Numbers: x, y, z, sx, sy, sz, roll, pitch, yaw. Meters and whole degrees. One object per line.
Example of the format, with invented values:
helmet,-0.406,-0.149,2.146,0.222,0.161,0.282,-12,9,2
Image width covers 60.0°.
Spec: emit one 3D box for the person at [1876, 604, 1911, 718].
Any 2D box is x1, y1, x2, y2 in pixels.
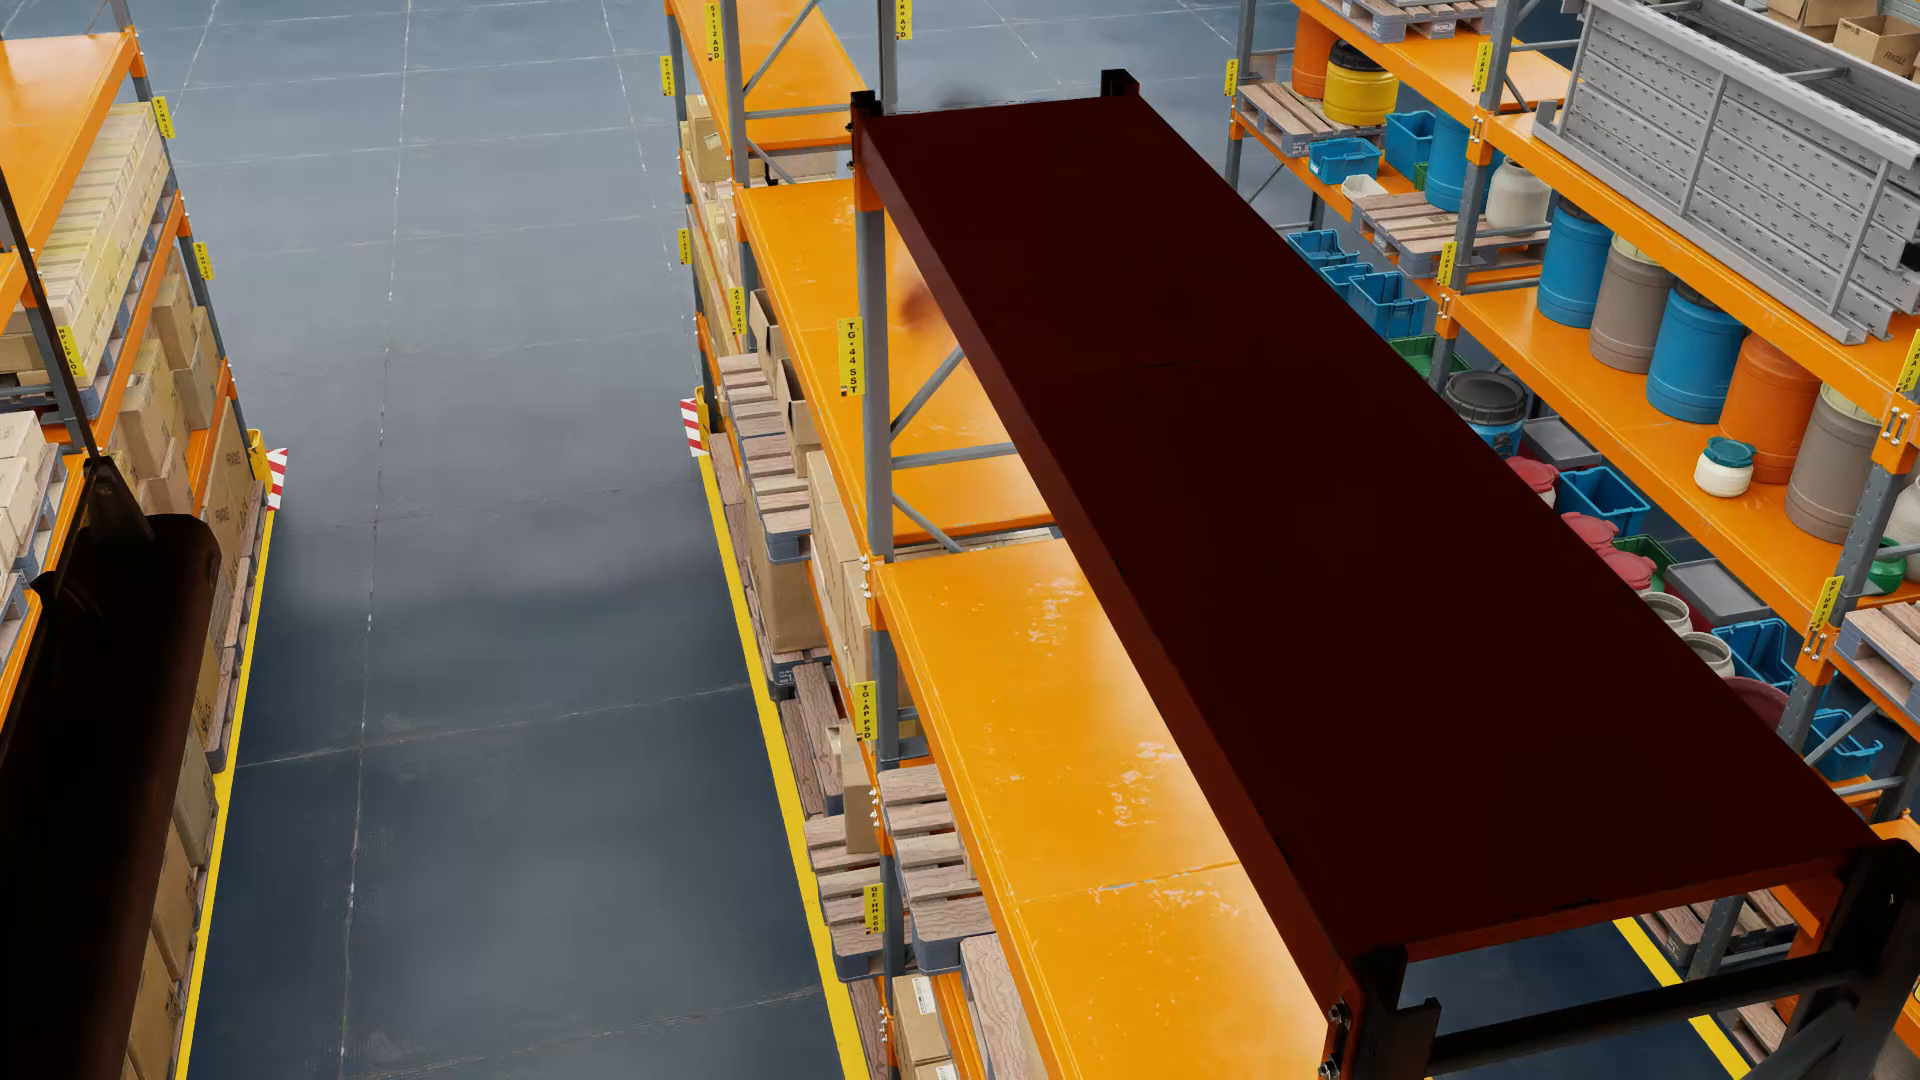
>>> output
person,6.721,0.537,12.015,0.752,1.574,1.047,-14,37,-20
